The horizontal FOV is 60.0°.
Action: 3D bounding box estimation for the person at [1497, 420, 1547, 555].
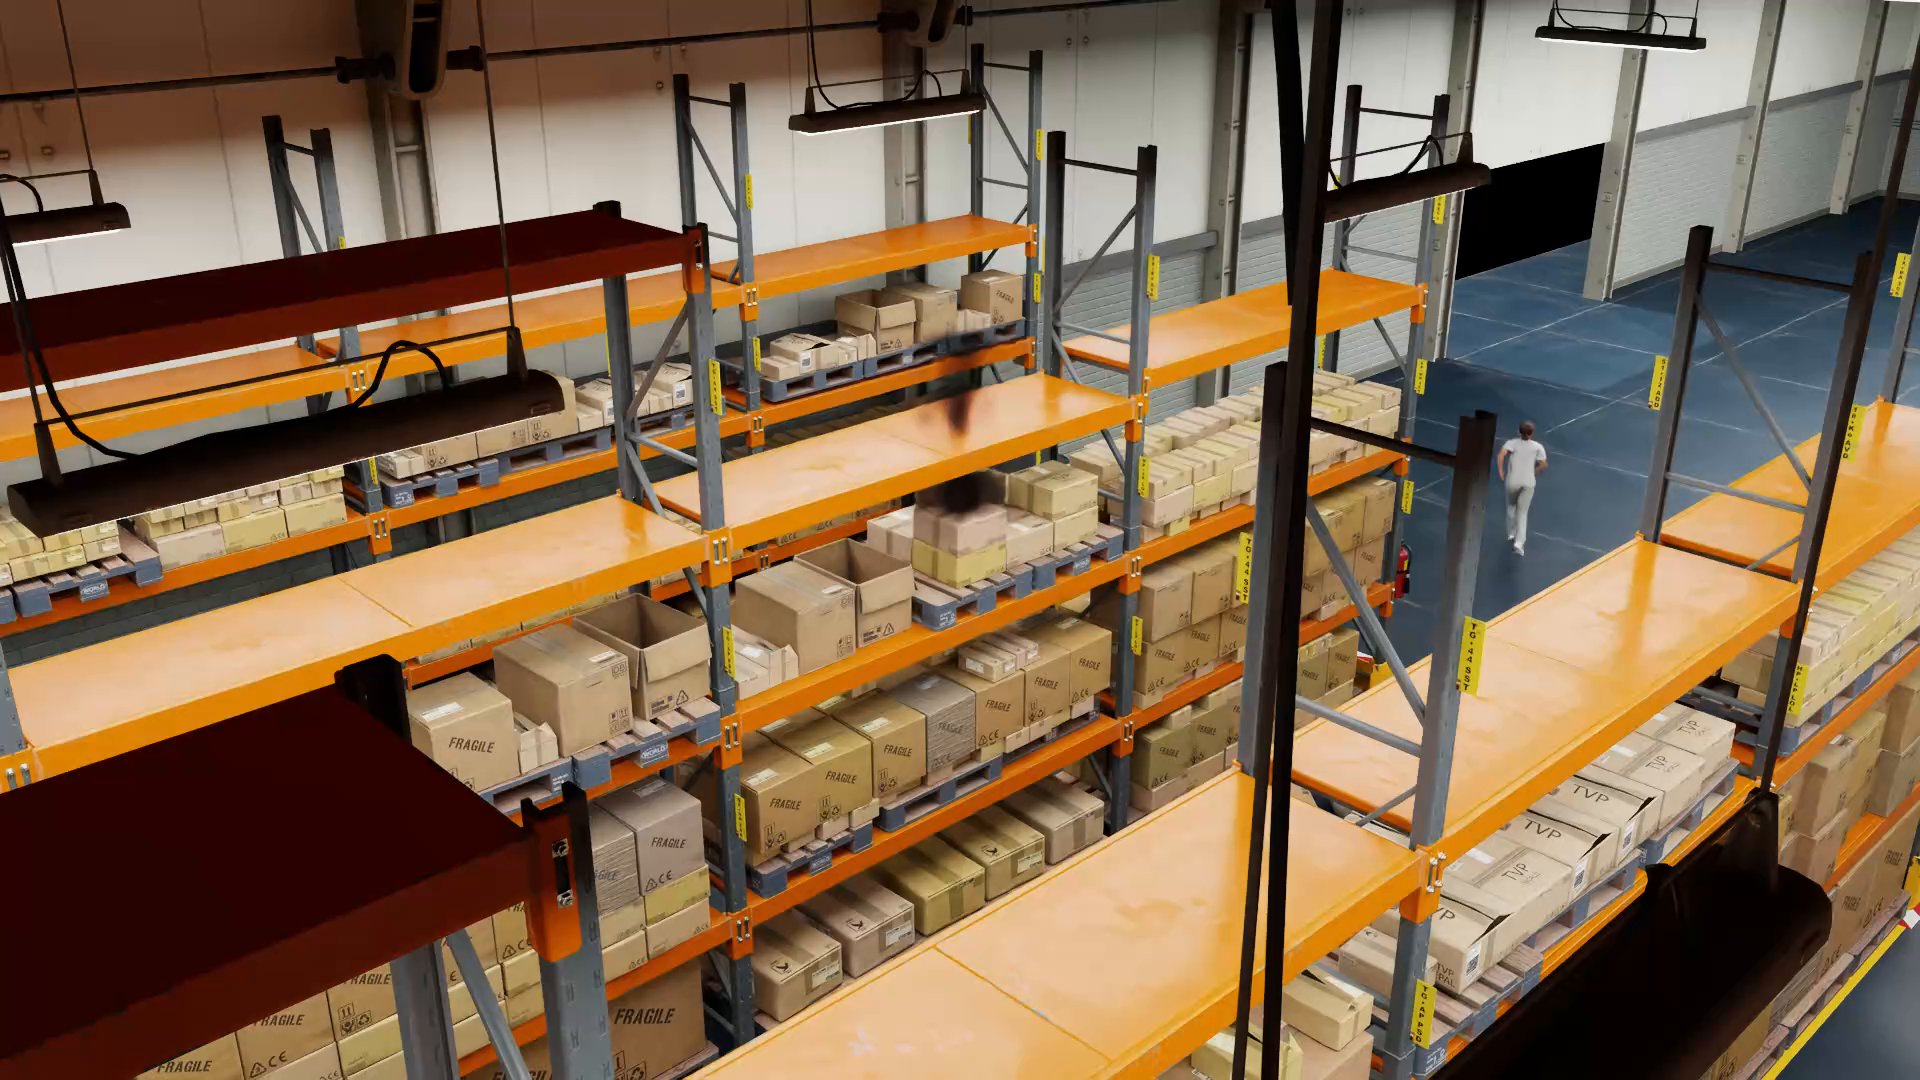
[{"bbox_3d":[6.798,-0.575,20.210,0.601,1.625,1.004,4,23,10],"label":"person"}]
